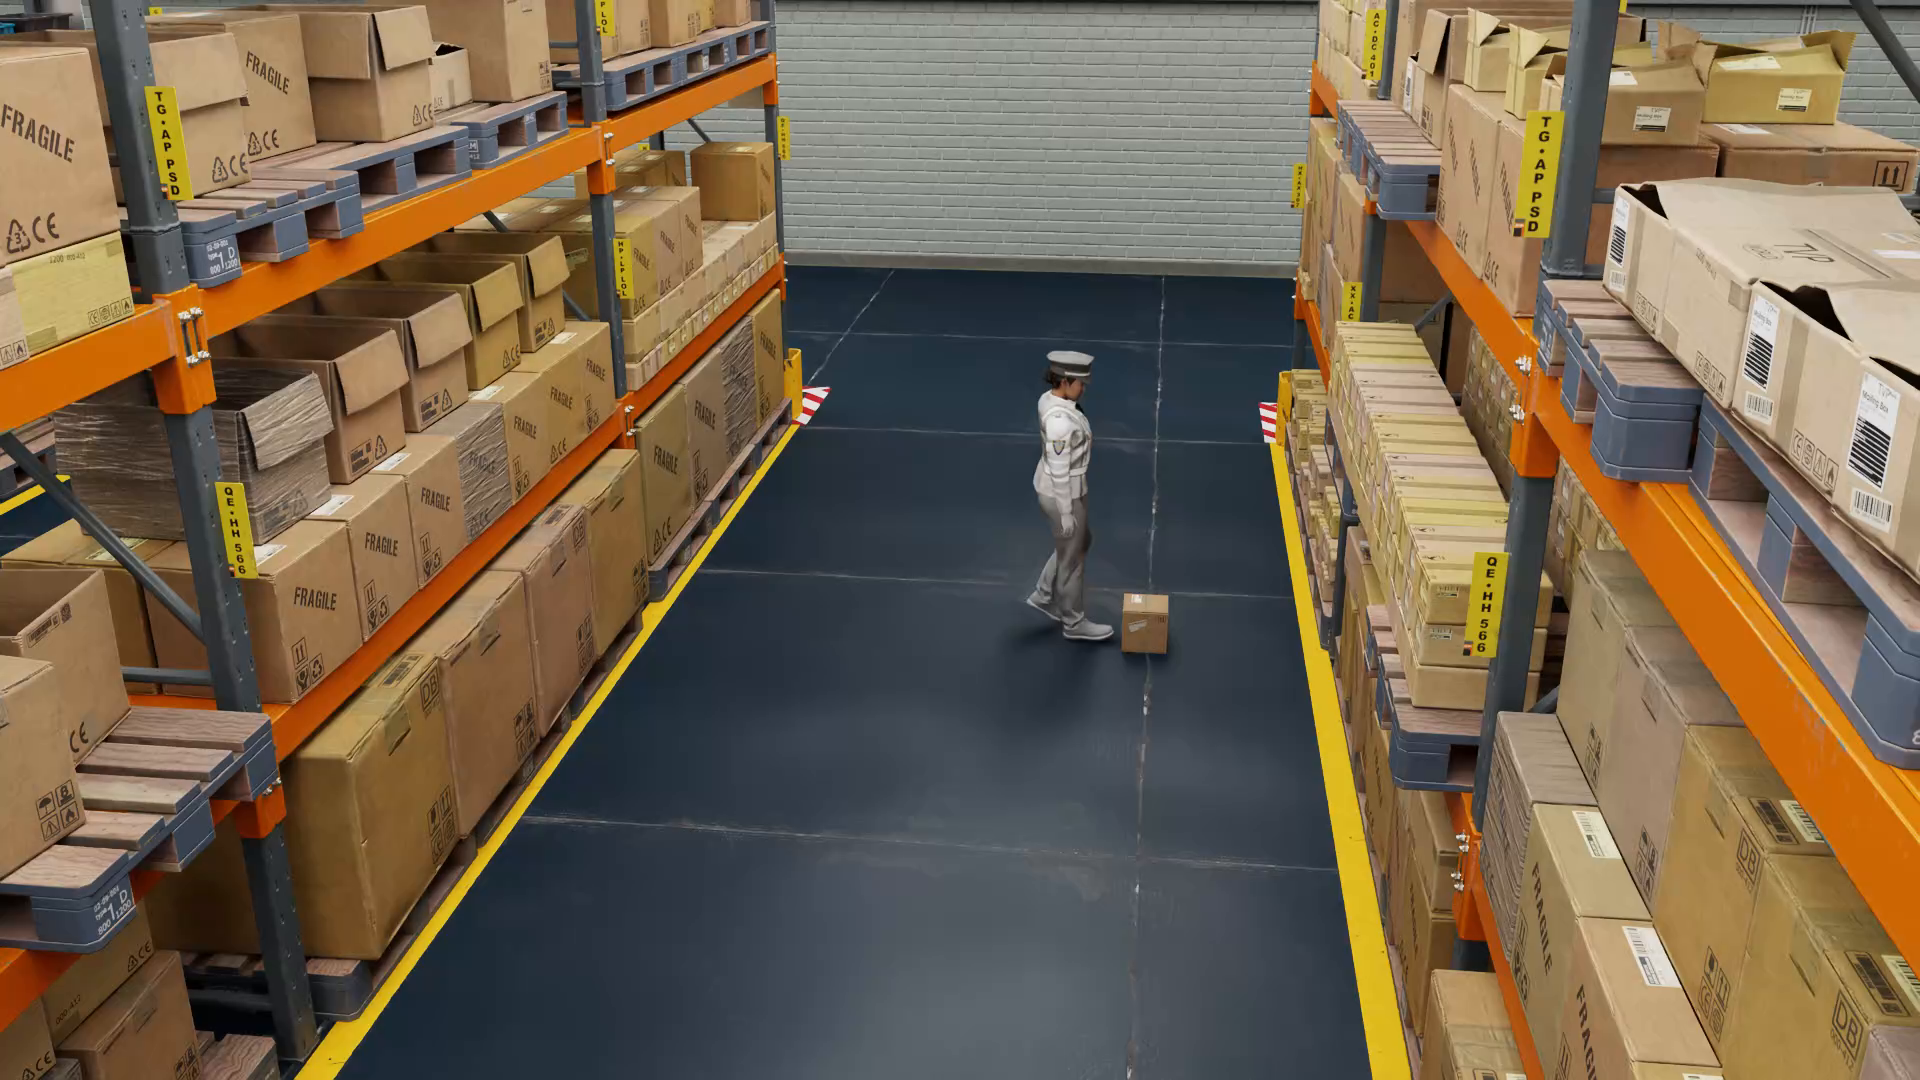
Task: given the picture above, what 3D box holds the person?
[{"bbox_3d":[0.626,-0.231,9.117,0.484,1.666,0.516,-1,21,-2],"label":"person"}]
